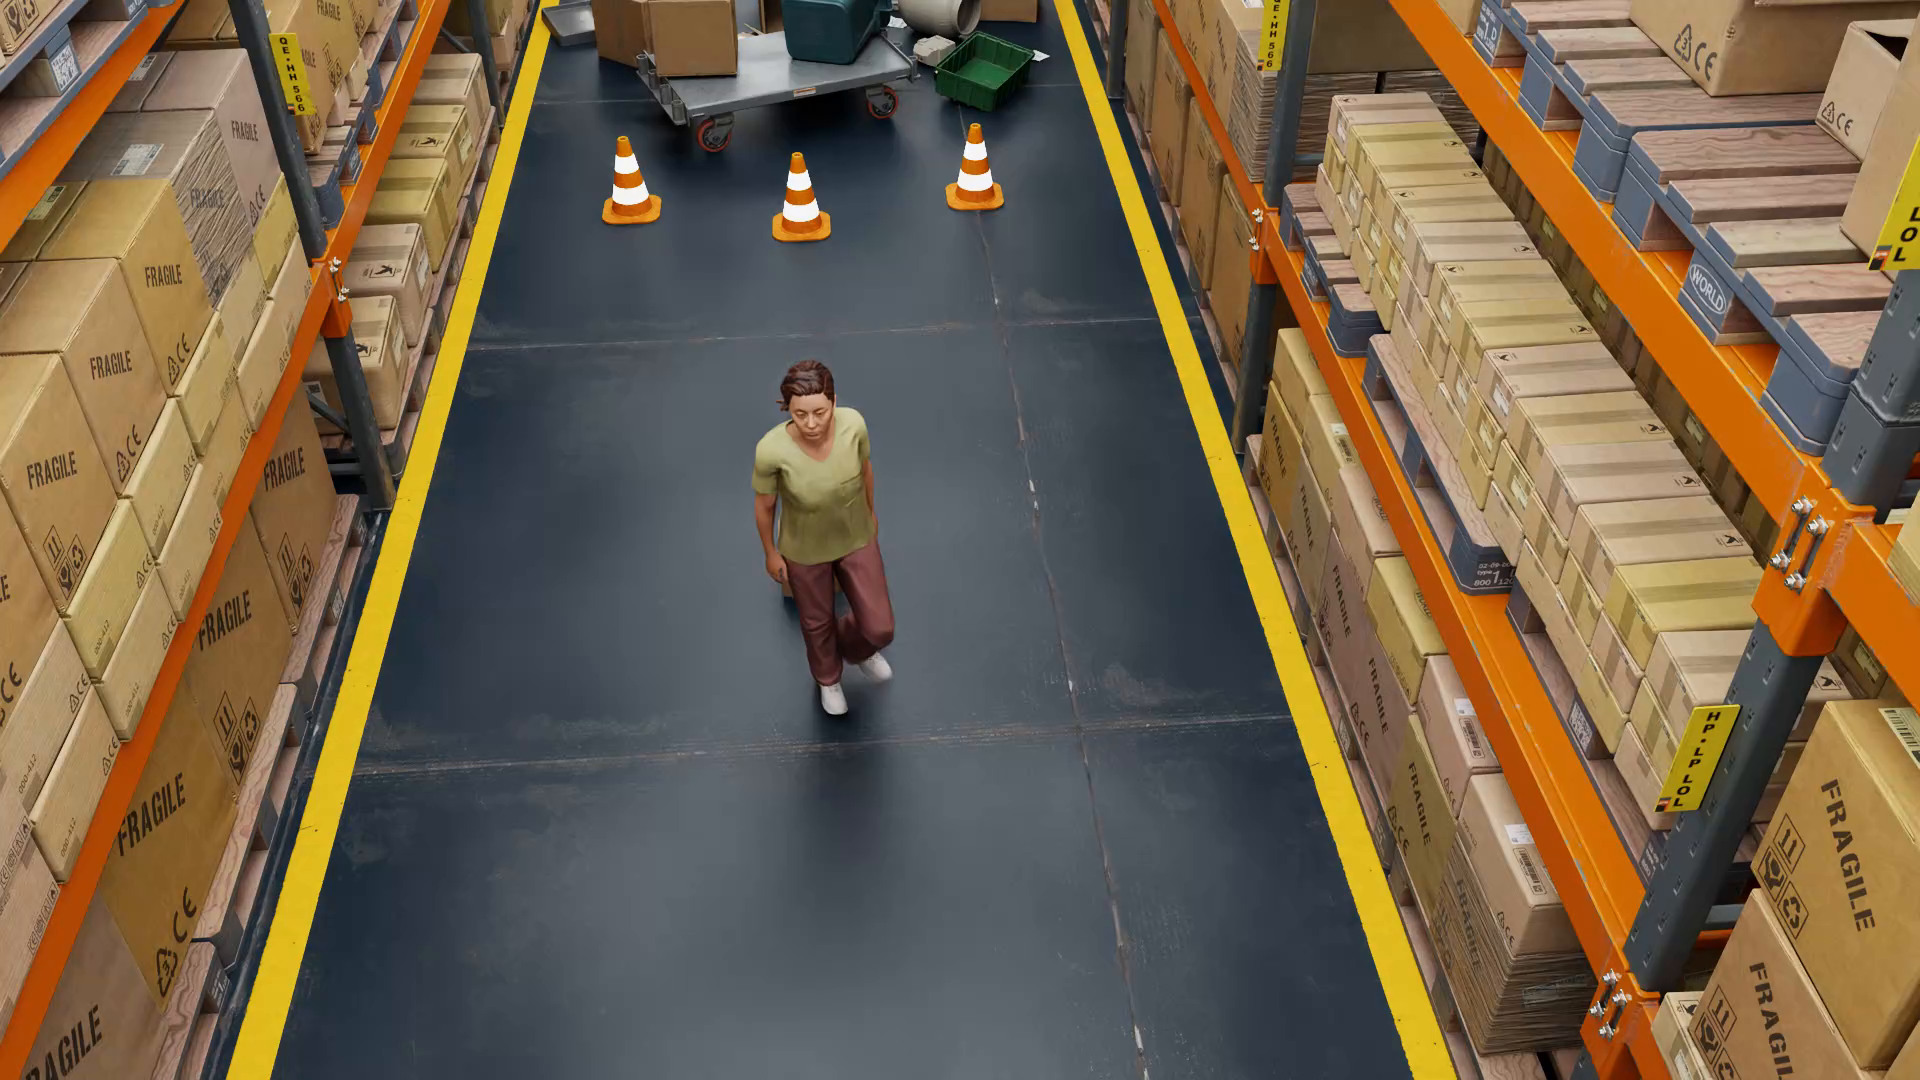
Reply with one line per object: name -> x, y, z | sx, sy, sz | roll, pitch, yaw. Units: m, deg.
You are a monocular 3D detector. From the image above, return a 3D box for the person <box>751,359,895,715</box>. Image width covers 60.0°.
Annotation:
person -> -0.496, 0.017, 6.115 | 0.498, 1.657, 0.455 | -12, 41, -14
